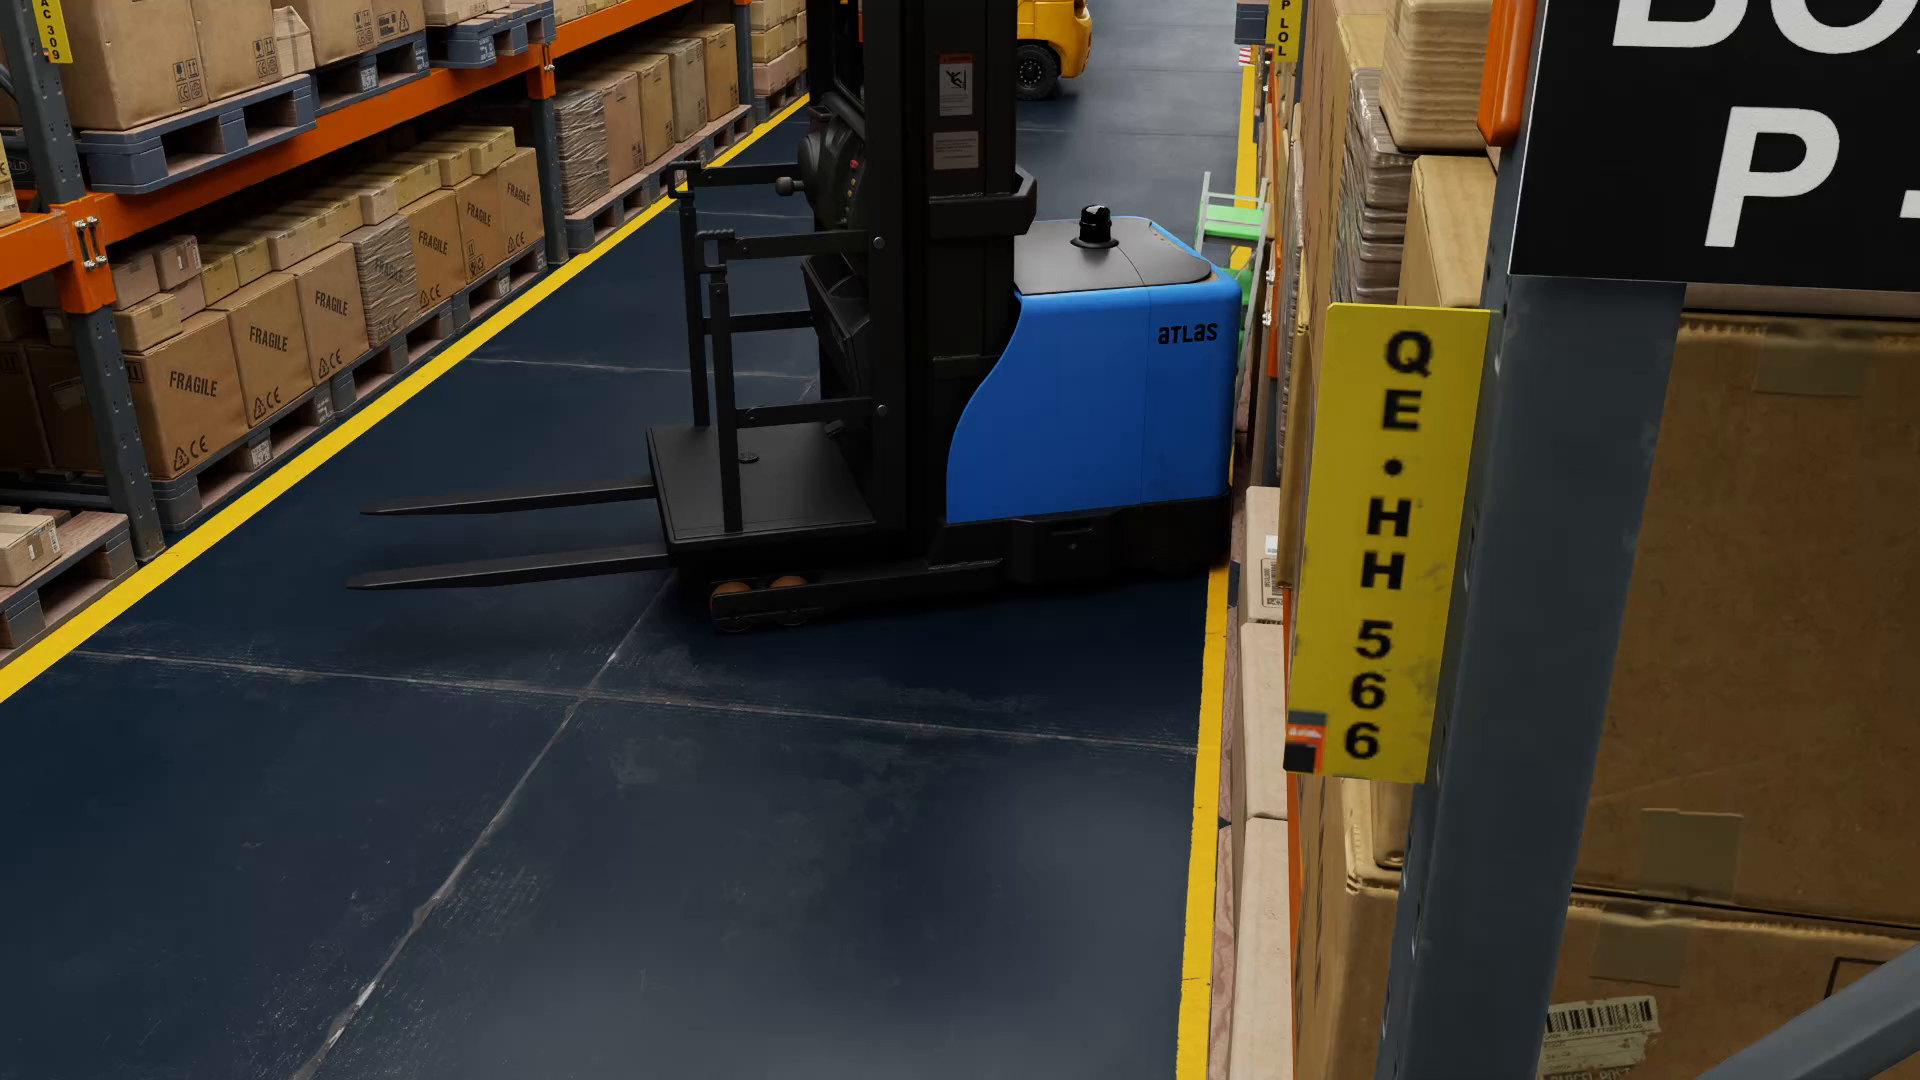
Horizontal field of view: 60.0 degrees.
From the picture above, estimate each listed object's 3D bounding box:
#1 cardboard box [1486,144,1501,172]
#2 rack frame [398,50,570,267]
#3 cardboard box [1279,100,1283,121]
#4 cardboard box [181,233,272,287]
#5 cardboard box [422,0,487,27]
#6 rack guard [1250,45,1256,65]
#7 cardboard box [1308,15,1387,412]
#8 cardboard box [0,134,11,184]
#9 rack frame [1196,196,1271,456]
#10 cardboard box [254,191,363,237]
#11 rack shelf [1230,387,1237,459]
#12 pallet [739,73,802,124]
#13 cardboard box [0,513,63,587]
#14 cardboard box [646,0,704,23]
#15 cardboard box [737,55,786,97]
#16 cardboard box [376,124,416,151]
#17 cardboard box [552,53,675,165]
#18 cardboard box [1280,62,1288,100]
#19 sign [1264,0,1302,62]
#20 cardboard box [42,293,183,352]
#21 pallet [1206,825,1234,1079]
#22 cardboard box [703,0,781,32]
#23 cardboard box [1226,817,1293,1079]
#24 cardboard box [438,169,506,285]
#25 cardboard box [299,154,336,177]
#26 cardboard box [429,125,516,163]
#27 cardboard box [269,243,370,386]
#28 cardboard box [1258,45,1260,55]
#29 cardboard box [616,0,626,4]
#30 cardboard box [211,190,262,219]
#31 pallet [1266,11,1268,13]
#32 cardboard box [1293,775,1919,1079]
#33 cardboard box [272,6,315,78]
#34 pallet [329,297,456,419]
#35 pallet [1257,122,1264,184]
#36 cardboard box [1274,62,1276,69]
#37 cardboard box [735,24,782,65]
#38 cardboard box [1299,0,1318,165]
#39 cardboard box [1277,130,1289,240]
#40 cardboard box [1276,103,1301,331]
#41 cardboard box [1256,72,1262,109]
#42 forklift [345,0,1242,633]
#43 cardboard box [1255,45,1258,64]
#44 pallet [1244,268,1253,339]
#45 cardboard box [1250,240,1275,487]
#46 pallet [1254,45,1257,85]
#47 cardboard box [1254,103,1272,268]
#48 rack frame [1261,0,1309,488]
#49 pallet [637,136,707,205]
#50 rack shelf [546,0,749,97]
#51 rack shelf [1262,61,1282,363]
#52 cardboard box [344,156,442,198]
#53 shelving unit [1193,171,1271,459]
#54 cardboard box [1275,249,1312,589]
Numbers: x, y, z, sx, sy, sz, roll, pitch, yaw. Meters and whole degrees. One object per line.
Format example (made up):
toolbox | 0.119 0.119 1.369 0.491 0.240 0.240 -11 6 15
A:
cardboard box | 0.678 -0.377 1.456 0.380 0.149 0.250 4 25 9
rack frame | -2.791 -3.002 9.125 1.000 3.000 0.127 4 25 9
cardboard box | 1.543 -1.763 6.655 0.500 0.250 0.500 4 25 9
cardboard box | -3.092 -1.157 6.872 0.380 0.149 0.250 4 25 8
cardboard box | -2.644 -2.661 8.077 0.500 0.250 0.500 3 25 6
rack guard | 3.402 -4.842 16.004 1.175 0.500 0.348 4 25 9
cardboard box | 0.784 -0.457 2.391 0.500 0.500 0.500 4 25 8
cardboard box | -3.287 -1.166 5.029 0.500 0.250 0.500 5 25 10
rack frame | 0.942 -0.670 6.198 0.240 1.200 0.015 8 24 6
cardboard box | -2.957 -1.478 7.557 0.380 0.149 0.250 4 25 9
rack shelf | 0.952 -0.486 6.541 0.258 0.148 0.480 8 24 6
pallet | -1.966 -3.742 13.995 1.003 0.211 1.213 4 25 9
cardboard box | -3.246 0.025 5.525 0.380 0.149 0.250 3 25 7
cardboard box | -2.248 -4.292 13.449 0.500 0.250 0.500 5 25 10
cardboard box | -1.731 -3.799 13.576 0.500 0.250 0.500 4 25 9
cardboard box | -3.184 -2.157 9.008 0.380 0.149 0.250 5 26 11
cardboard box | -2.467 -2.932 11.281 0.875 0.625 0.625 3 25 6
cardboard box | 1.438 -1.773 6.087 0.500 0.250 0.500 5 25 10
sign | 0.916 -1.509 4.663 0.100 0.325 0.005 4 25 9
cardboard box | -3.123 -0.812 6.135 0.380 0.149 0.250 5 26 11
pallet | 1.054 1.101 3.650 1.003 0.211 1.213 4 25 9
cardboard box | -1.749 -4.253 13.367 0.500 0.250 0.500 4 25 8
cardboard box | 0.950 0.990 3.123 0.875 0.438 0.875 5 25 10
cardboard box | -2.740 -1.660 8.711 0.500 0.500 0.500 4 25 8
cardboard box | -3.351 -1.831 8.312 0.380 0.149 0.250 3 25 6
cardboard box | -2.622 -2.130 8.950 0.380 0.149 0.250 3 25 6
cardboard box | -2.980 -1.006 7.313 0.500 0.500 0.500 3 25 7
cardboard box | 2.756 -4.309 13.782 0.500 0.500 0.500 5 26 11
cardboard box | -2.313 -3.529 10.427 0.500 0.250 0.500 3 25 7
cardboard box | -3.428 -1.503 7.610 0.380 0.149 0.250 3 25 6
pallet | 2.390 -3.403 10.209 1.003 0.211 1.213 4 25 9
cardboard box | 0.617 0.421 1.694 0.500 0.500 0.500 4 25 9
cardboard box | -2.839 -2.013 6.675 0.396 0.266 0.258 5 26 11
pallet | -3.152 -0.921 7.968 1.003 0.211 1.213 4 25 9
pallet | 2.635 -2.744 11.863 1.003 0.211 1.213 4 25 9
cardboard box | 1.779 -2.404 8.025 0.500 0.250 0.500 4 25 8
cardboard box | -1.754 -4.027 13.473 0.500 0.250 0.500 4 25 8
cardboard box | 1.048 -1.092 3.746 0.500 0.500 0.500 4 25 8
cardboard box | 1.278 -1.124 5.289 0.500 0.250 0.500 3 25 7
cardboard box | 1.118 -0.854 4.418 0.500 0.500 0.500 5 26 10
cardboard box | 2.592 -3.543 13.030 0.500 0.250 0.500 5 26 11
forklift | -0.606 -1.264 5.493 3.031 2.935 1.130 -6 26 -13
cardboard box | 2.919 -4.419 14.901 0.500 0.250 0.500 5 26 10
pallet | 1.903 -1.072 8.291 1.003 0.211 1.213 4 25 9
cardboard box | 1.475 -0.479 5.747 0.875 0.875 0.875 5 26 10
pallet | 3.234 -4.373 15.344 1.003 0.211 1.213 4 25 9
cardboard box | 1.912 -1.604 8.150 0.875 0.875 0.875 4 25 8
rack frame | 1.453 -0.987 4.820 1.000 3.000 0.127 4 25 9
pallet | -2.416 -2.589 11.533 1.003 0.211 1.213 4 25 9
rack shelf | -2.464 -3.513 11.065 1.077 0.370 4.000 4 25 9
rack shelf | 1.780 -1.497 6.759 1.077 0.370 4.000 4 25 9
cardboard box | -2.810 -1.799 8.243 0.380 0.149 0.250 5 26 10
shelving unit | 0.978 -0.763 6.421 0.258 1.200 0.503 8 24 6
cardboard box | 0.860 -0.221 3.065 0.500 0.500 0.500 5 26 10
